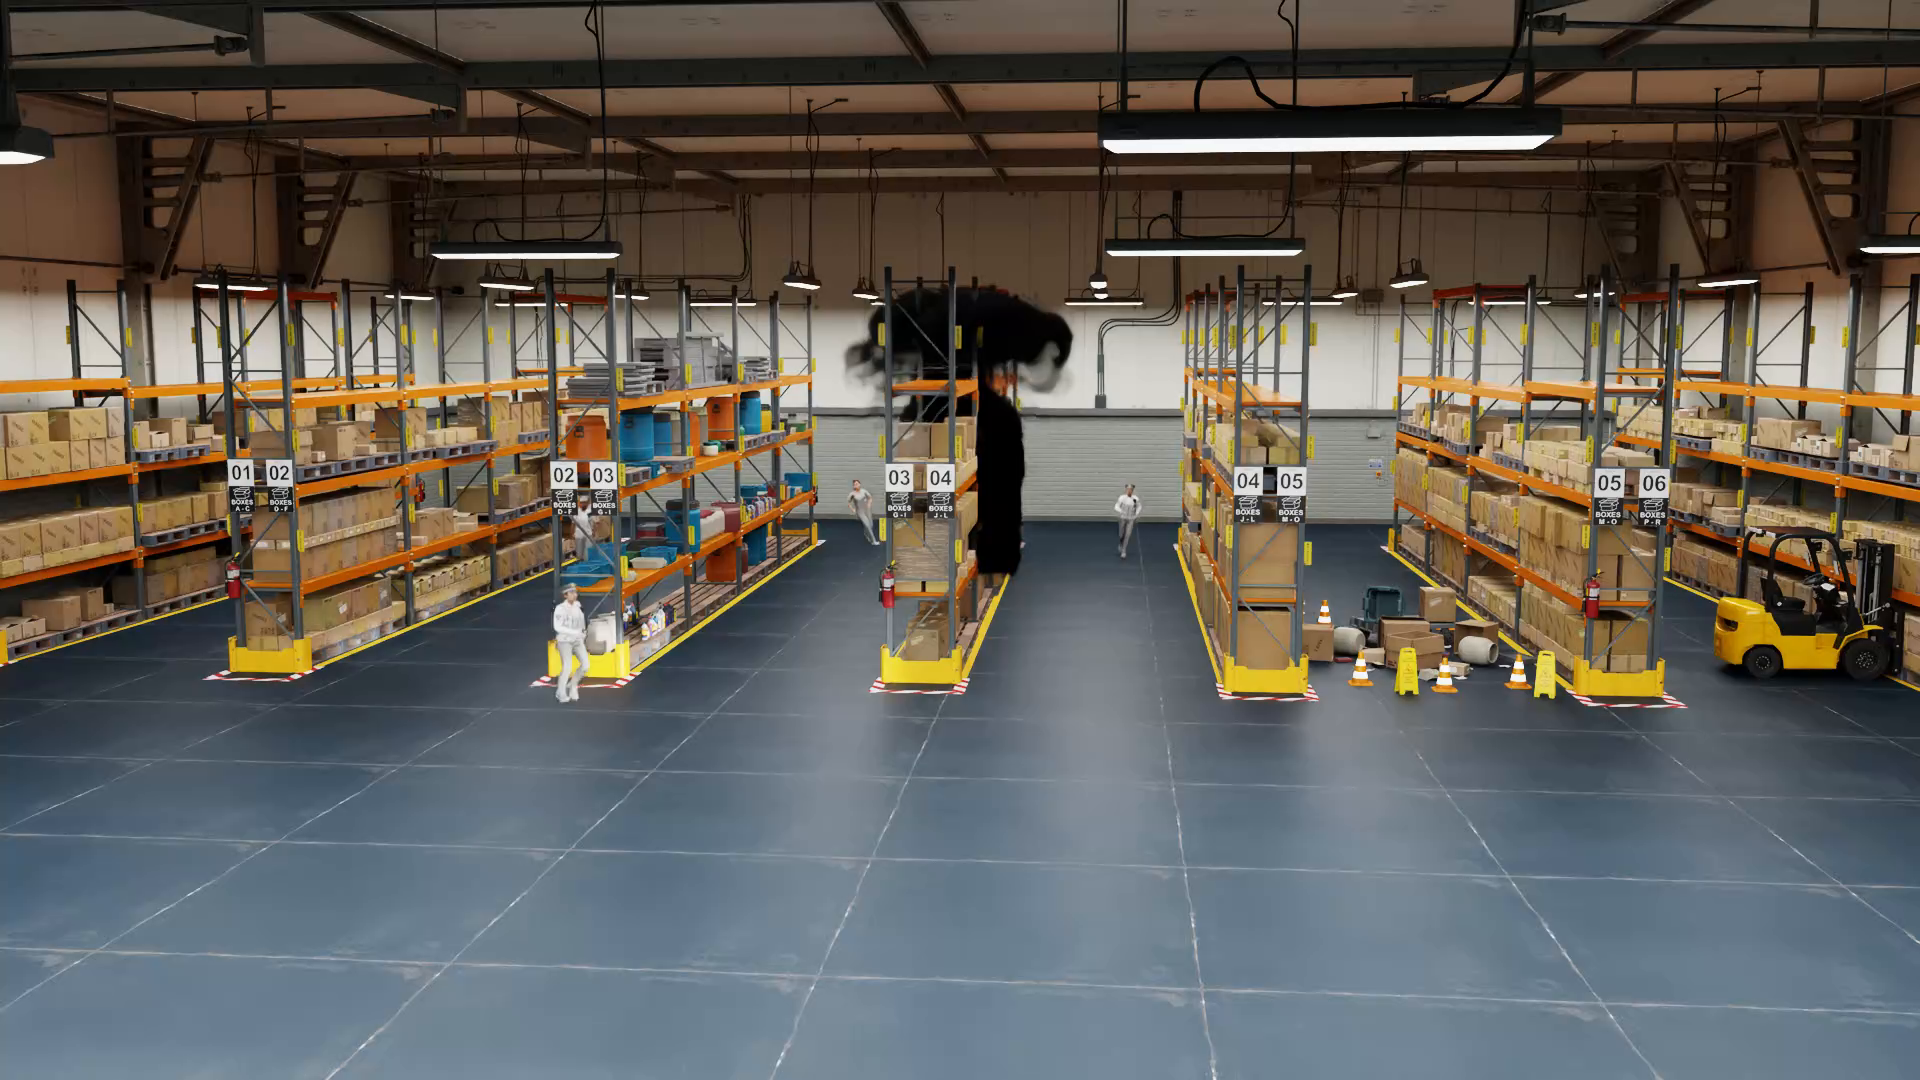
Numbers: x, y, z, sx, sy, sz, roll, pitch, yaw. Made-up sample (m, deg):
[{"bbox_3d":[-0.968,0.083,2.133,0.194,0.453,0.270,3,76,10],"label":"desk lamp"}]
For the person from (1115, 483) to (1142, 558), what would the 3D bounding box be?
[{"bbox_3d":[3.870,-0.470,38.291,0.621,1.692,0.793,1,7,6],"label":"person"}]

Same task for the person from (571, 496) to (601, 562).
[{"bbox_3d":[-7.335,-0.050,32.543,0.537,1.677,0.577,0,7,-3],"label":"person"}]

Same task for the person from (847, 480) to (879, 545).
[{"bbox_3d":[-2.375,-0.673,40.254,0.710,1.583,0.737,-3,8,-23],"label":"person"}]

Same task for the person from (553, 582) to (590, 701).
[{"bbox_3d":[-5.307,1.407,22.864,0.631,1.679,0.638,5,9,37],"label":"person"}]
